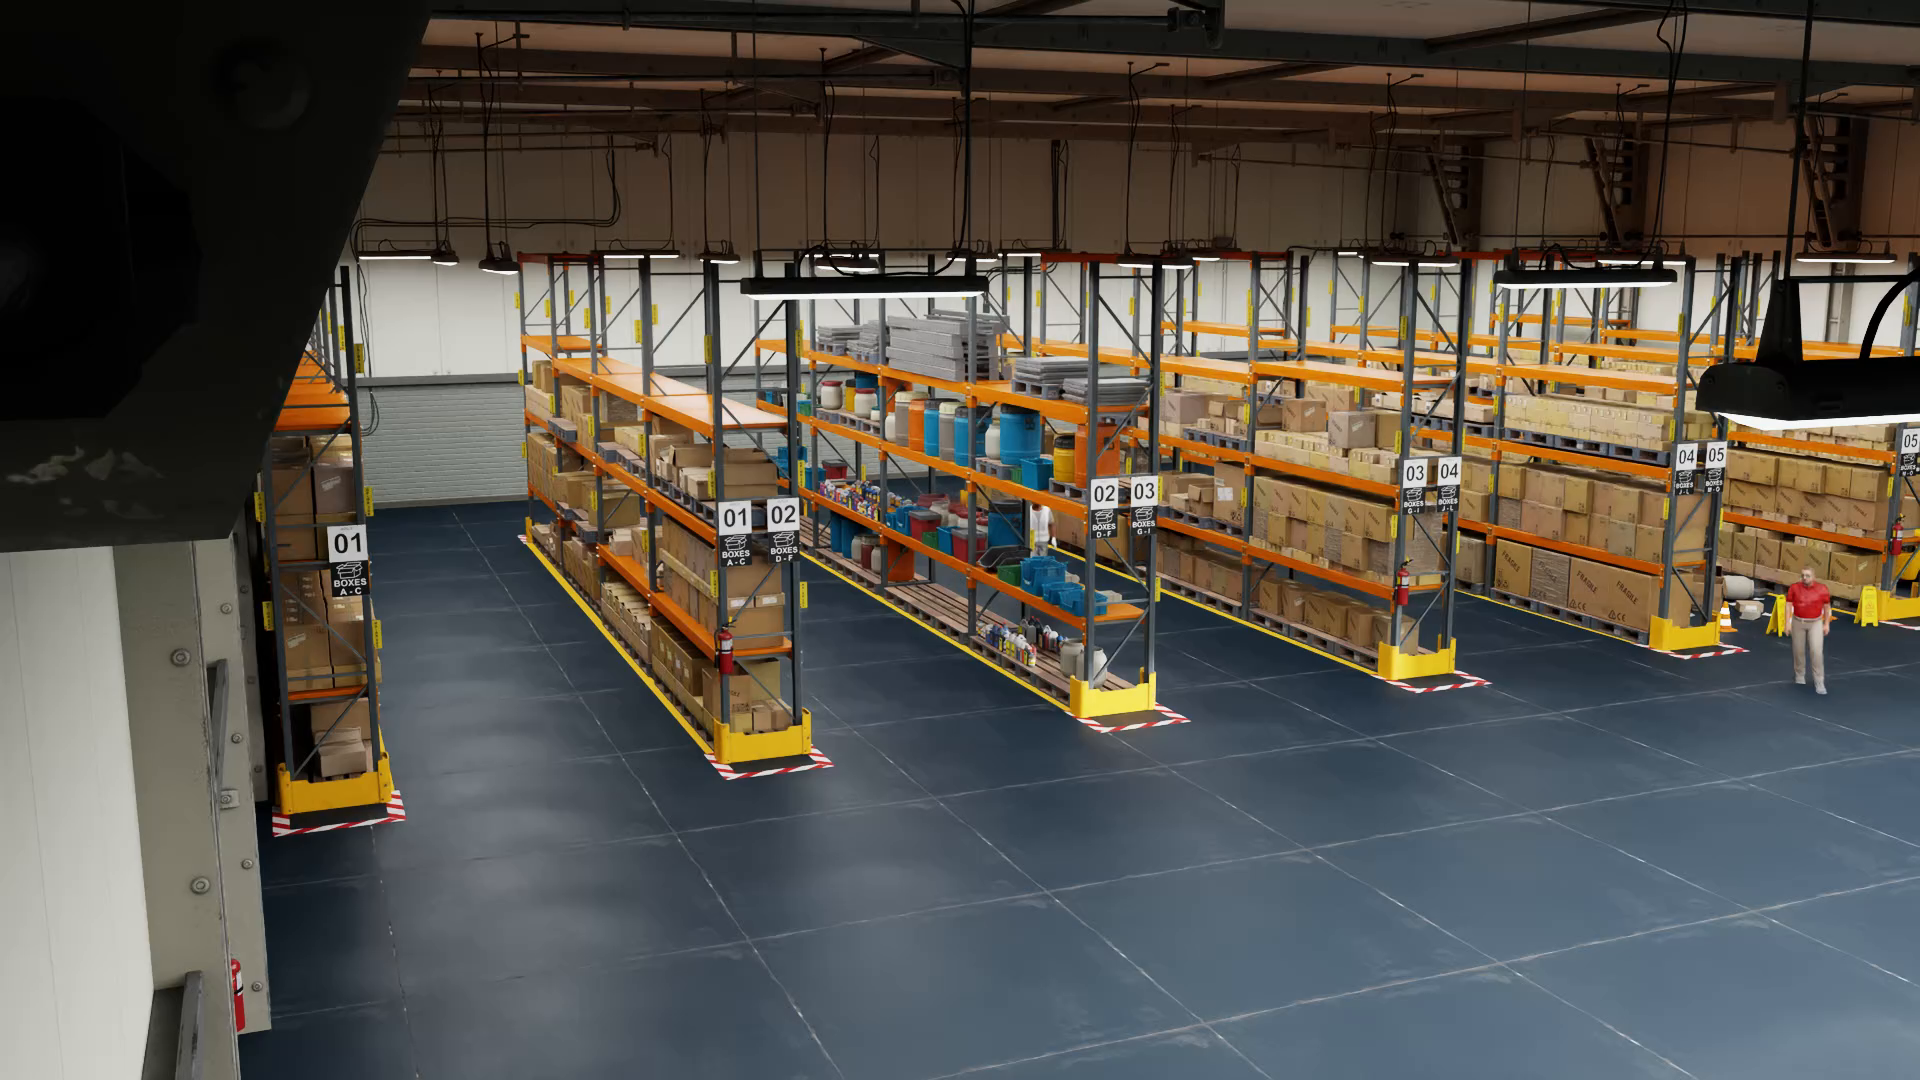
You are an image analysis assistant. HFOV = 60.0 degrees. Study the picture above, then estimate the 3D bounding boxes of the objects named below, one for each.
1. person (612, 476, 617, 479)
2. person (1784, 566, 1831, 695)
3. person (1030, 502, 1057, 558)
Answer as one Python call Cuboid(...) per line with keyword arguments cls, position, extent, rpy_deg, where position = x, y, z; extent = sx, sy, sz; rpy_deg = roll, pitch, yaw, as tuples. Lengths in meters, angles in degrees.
Cuboid(cls="person", position=(-7.826, -1.161, 36.497), extent=(0.603, 1.699, 1.113), rpy_deg=(-8, 13, -38))
Cuboid(cls="person", position=(12.002, 1.238, 23.522), extent=(0.651, 1.734, 0.672), rpy_deg=(7, 12, 32))
Cuboid(cls="person", position=(1.316, 0.059, 28.204), extent=(0.631, 1.831, 0.588), rpy_deg=(-2, 11, -9))
